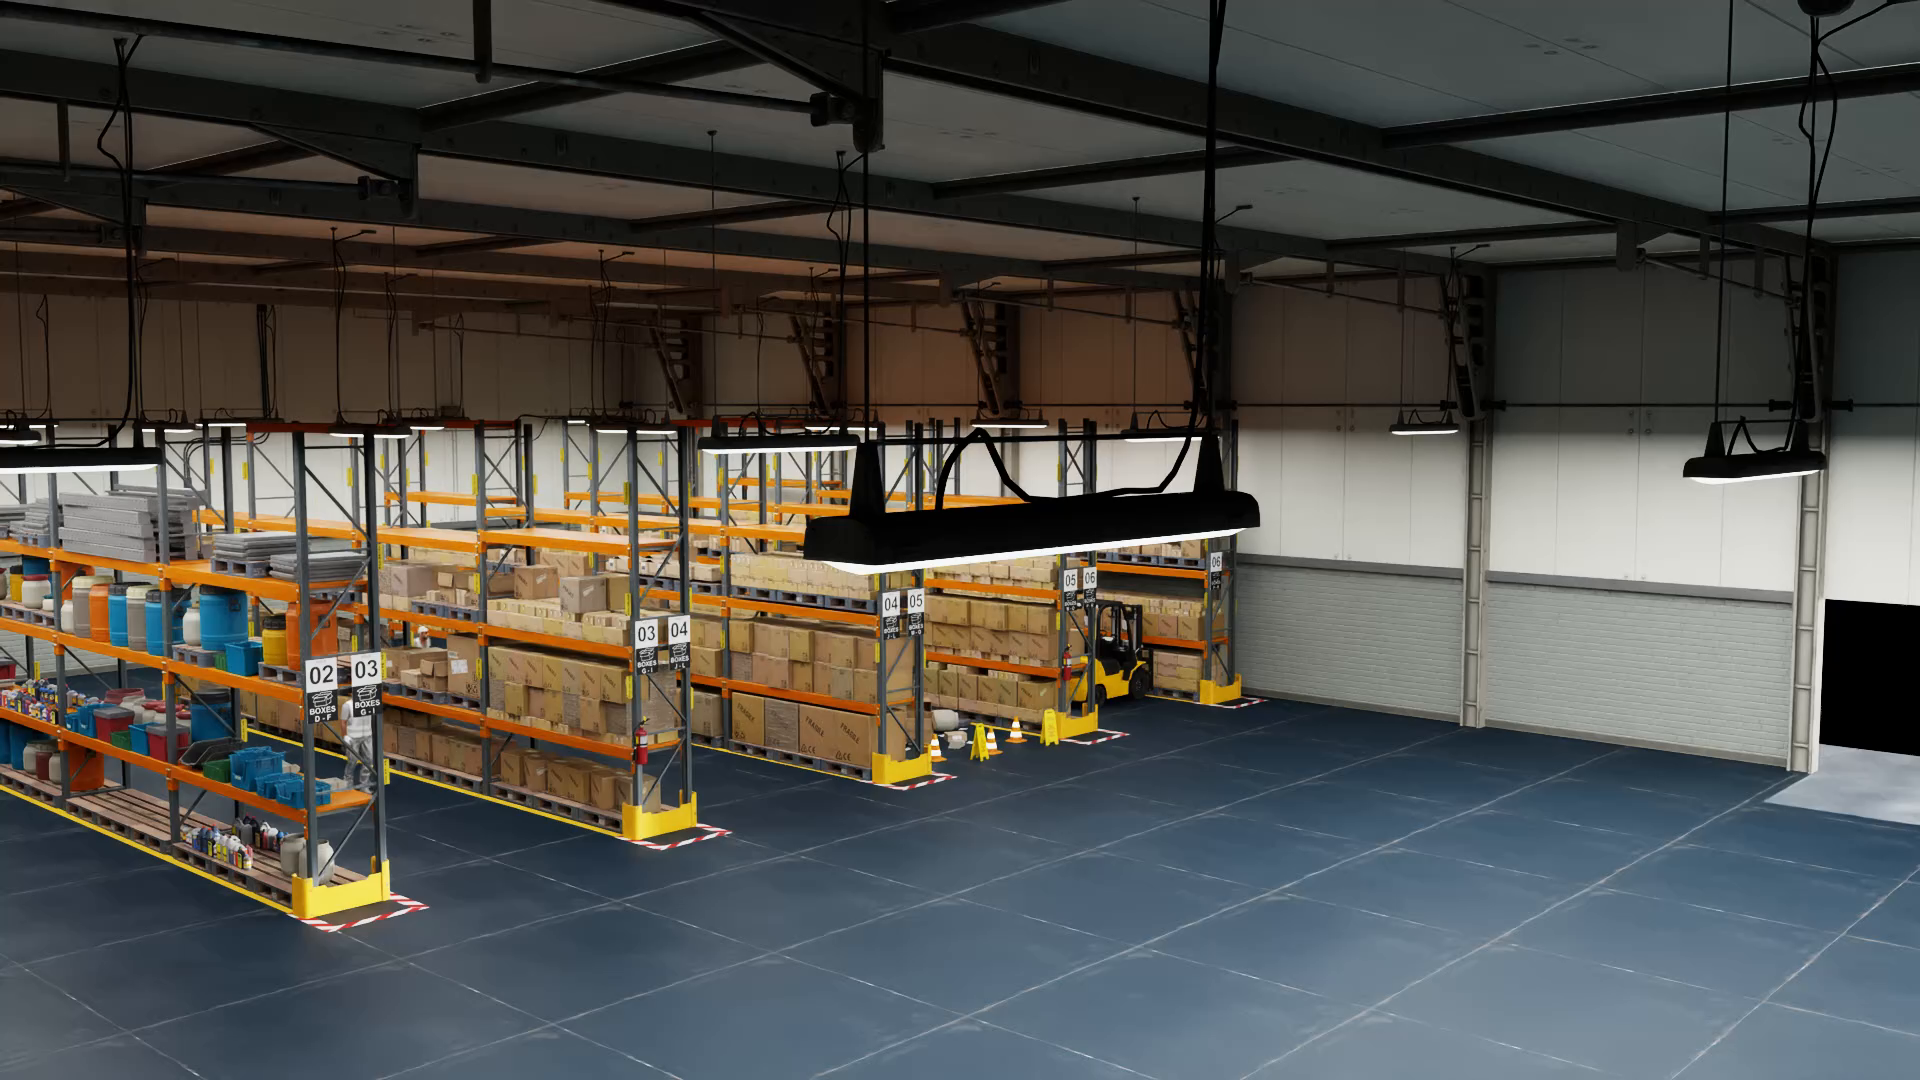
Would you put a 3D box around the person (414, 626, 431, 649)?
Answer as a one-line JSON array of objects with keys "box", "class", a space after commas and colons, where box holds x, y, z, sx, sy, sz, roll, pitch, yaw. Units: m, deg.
[{"box": [-11.407, 2.636, 35.022, 0.624, 1.685, 0.626, -4, 6, -39], "class": "person"}]

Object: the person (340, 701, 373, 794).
[{"box": [-9.828, 3.254, 27.225, 0.661, 1.811, 0.647, 4, 6, 40], "class": "person"}]
